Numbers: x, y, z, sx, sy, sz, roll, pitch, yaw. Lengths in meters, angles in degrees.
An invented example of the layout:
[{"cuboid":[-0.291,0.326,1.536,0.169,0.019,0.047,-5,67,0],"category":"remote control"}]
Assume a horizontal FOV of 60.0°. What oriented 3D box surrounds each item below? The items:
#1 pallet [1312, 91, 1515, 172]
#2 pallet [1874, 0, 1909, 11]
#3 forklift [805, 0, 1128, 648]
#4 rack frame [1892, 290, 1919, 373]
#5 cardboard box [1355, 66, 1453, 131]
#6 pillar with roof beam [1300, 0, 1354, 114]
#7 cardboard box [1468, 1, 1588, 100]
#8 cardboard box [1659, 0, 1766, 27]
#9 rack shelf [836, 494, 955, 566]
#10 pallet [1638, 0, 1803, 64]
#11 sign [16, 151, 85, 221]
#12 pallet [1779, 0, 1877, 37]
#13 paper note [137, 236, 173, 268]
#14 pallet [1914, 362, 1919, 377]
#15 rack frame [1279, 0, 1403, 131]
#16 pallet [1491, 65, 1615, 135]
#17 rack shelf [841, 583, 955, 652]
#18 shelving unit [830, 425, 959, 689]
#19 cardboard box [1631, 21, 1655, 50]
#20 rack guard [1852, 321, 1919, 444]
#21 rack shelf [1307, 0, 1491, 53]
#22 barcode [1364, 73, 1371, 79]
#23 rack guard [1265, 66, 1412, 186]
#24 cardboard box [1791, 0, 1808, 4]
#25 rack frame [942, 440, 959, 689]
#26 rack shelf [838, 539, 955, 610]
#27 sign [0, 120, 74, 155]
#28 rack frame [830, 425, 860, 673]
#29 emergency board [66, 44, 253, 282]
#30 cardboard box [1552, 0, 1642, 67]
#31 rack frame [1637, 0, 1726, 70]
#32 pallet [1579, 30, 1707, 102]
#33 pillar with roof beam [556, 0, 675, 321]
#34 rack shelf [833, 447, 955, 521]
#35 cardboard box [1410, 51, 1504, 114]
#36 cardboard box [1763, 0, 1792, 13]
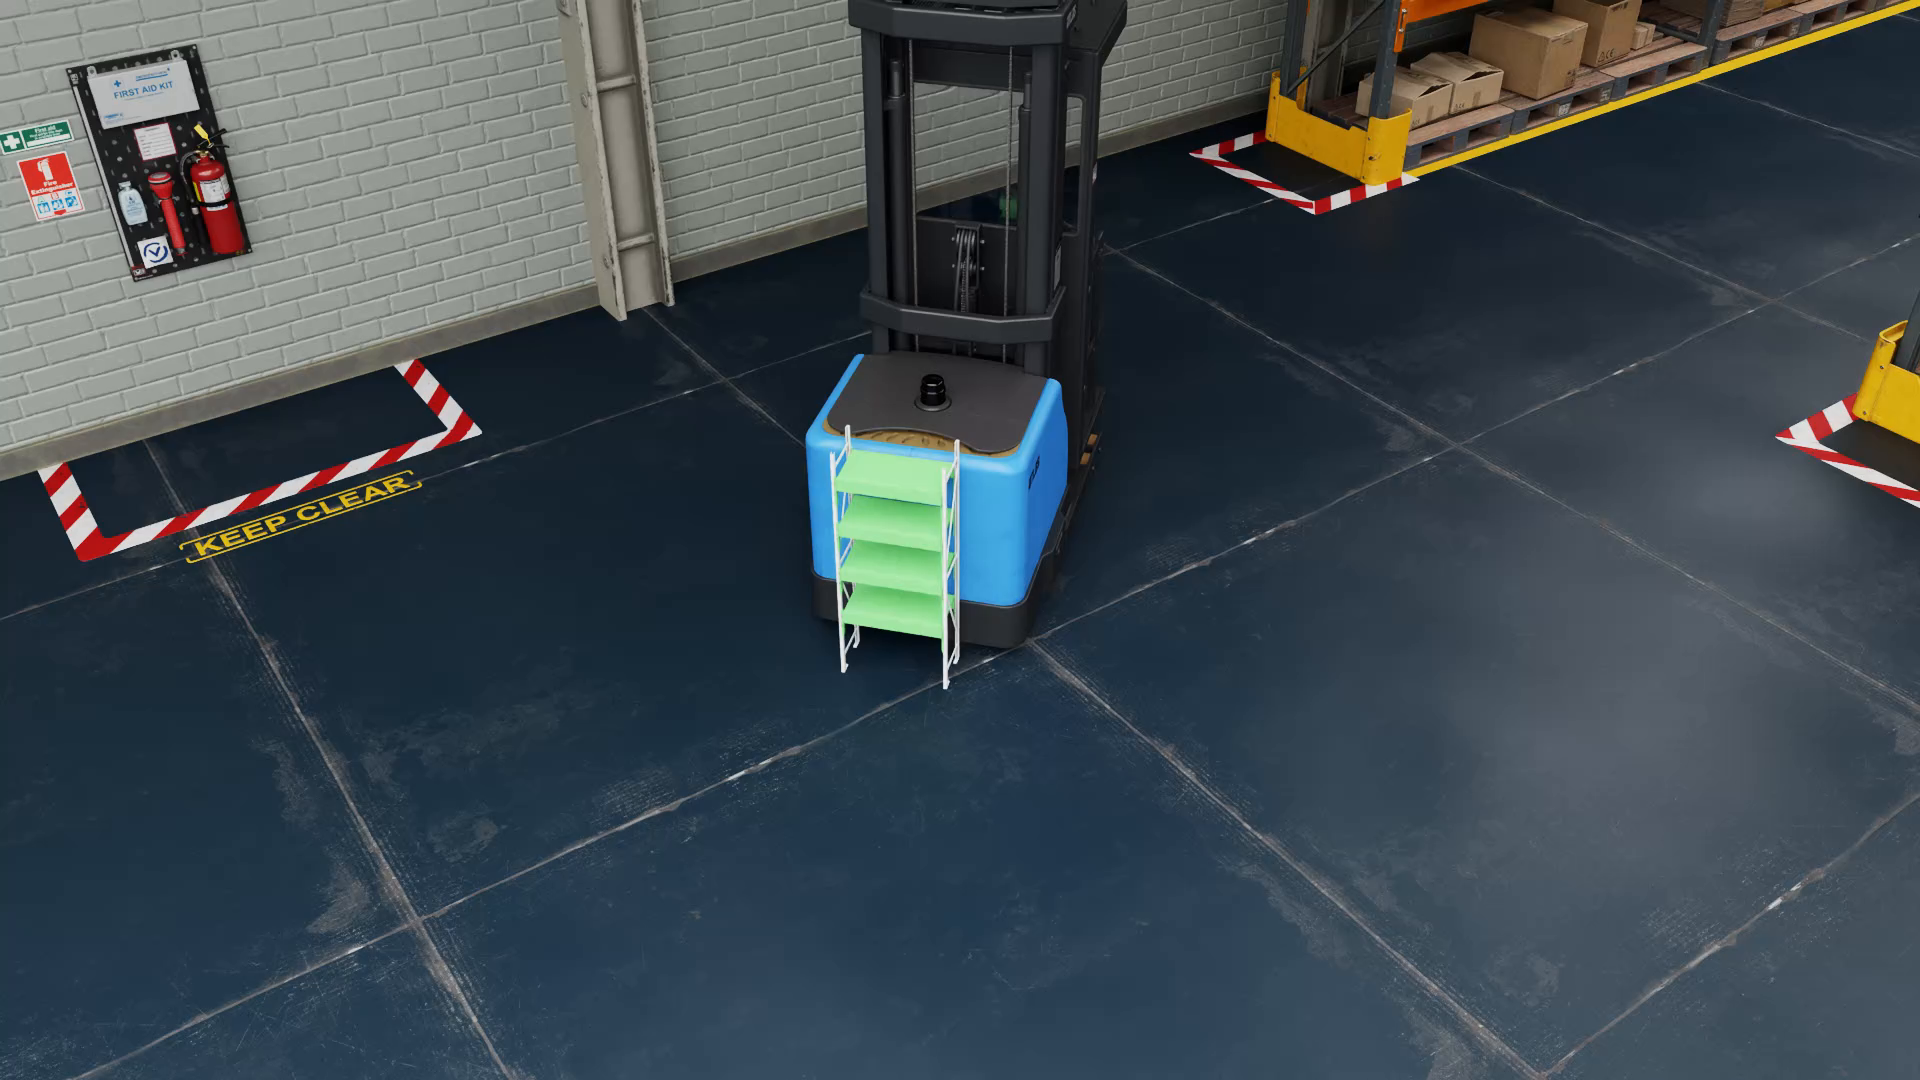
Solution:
[{"cuboid":[3.503,-3.257,12.911,1.213,0.211,1.003,-22,41,-28],"category":"pallet"},{"cuboid":[8.656,-5.403,15.896,1.213,0.211,1.003,-22,41,-28],"category":"pallet"},{"cuboid":[0.159,-1.546,8.203,1.130,2.935,3.031,9,37,12],"category":"forklift"},{"cuboid":[5.613,-1.744,8.419,0.127,3.000,1.000,-22,41,-28],"category":"rack frame"},{"cuboid":[3.373,-3.384,12.625,0.500,0.311,0.500,-28,44,-33],"category":"cardboard box"},{"cuboid":[5.310,-5.136,7.997,0.400,9.000,9.100,-22,41,-28],"category":"pillar with roof beam"},{"cuboid":[4.468,-3.875,13.146,0.500,0.500,0.700,-25,43,-31],"category":"cardboard box"},{"cuboid":[6.618,-4.871,14.532,0.500,0.500,0.700,-21,41,-26],"category":"cardboard box"},{"cuboid":[-0.276,-0.050,7.303,0.480,0.148,0.258,8,37,11],"category":"rack shelf"},{"cuboid":[6.661,-4.583,14.754,1.213,0.211,1.003,-22,41,-28],"category":"pallet"},{"cuboid":[-4.628,-1.802,8.469,0.234,0.329,0.001,-22,41,-28],"category":"sign"},{"cuboid":[7.659,-4.995,15.328,1.213,0.211,1.003,-22,41,-28],"category":"pallet"},{"cuboid":[-4.301,-1.540,8.890,0.142,0.148,0.016,-22,41,-28],"category":"paper note"},{"cuboid":[6.214,-0.889,9.619,1.213,0.211,1.003,-22,41,-28],"category":"pallet"},{"cuboid":[2.756,-4.107,11.704,0.127,3.000,1.000,-22,41,-28],"category":"rack frame"},{"cuboid":[4.499,-3.665,13.478,1.213,0.211,1.003,-22,41,-28],"category":"pallet"},{"cuboid":[-0.276,0.340,7.583,0.480,0.148,0.258,8,37,11],"category":"rack shelf"},{"cuboid":[-0.276,0.093,7.406,0.503,1.200,0.258,8,37,11],"category":"shelving unit"},{"cuboid":[5.606,-4.286,14.004,0.250,0.166,0.380,-28,44,-33],"category":"cardboard box"},{"cuboid":[5.593,-0.721,9.138,0.348,0.500,1.175,-22,41,-28],"category":"rack guard"},{"cuboid":[4.391,-4.487,12.850,4.000,0.370,1.077,-22,41,-28],"category":"rack shelf"},{"cuboid":[3.158,-3.584,12.896,0.075,0.075,0.001,-22,41,-28],"category":"barcode"},{"cuboid":[2.818,-3.118,12.470,0.348,0.500,1.175,-22,41,-28],"category":"rack guard"},{"cuboid":[7.452,-5.222,15.019,0.500,0.500,0.700,-22,41,-27],"category":"cardboard box"},{"cuboid":[-0.039,0.128,7.358,0.015,1.200,0.240,8,37,11],"category":"rack frame"},{"cuboid":[-0.276,0.145,7.443,0.480,0.148,0.258,8,37,11],"category":"rack shelf"},{"cuboid":[-4.619,-2.014,8.310,0.331,0.109,0.001,-22,41,-28],"category":"sign"},{"cuboid":[-0.513,0.059,7.454,0.015,1.200,0.240,8,37,11],"category":"rack frame"},{"cuboid":[-4.116,-1.924,8.669,0.643,1.169,0.194,-22,41,-28],"category":"emergency board"},{"cuboid":[5.200,-4.248,13.665,0.500,0.500,0.500,-26,43,-31],"category":"cardboard box"},{"cuboid":[6.026,-5.452,13.575,0.127,3.000,1.000,-22,41,-28],"category":"rack frame"},{"cuboid":[5.497,-4.077,14.052,1.213,0.211,1.003,-22,41,-28],"category":"pallet"},{"cuboid":[0.406,-3.118,5.191,0.400,9.000,9.100,-22,41,-28],"category":"pillar with roof beam"},{"cuboid":[-0.276,-0.244,7.163,0.480,0.148,0.258,8,37,11],"category":"rack shelf"},{"cuboid":[3.839,-3.575,12.892,0.500,0.311,0.500,-19,40,-24],"category":"cardboard box"},{"cuboid":[7.011,-5.069,14.807,0.500,0.500,0.700,-23,42,-29],"category":"cardboard box"}]
